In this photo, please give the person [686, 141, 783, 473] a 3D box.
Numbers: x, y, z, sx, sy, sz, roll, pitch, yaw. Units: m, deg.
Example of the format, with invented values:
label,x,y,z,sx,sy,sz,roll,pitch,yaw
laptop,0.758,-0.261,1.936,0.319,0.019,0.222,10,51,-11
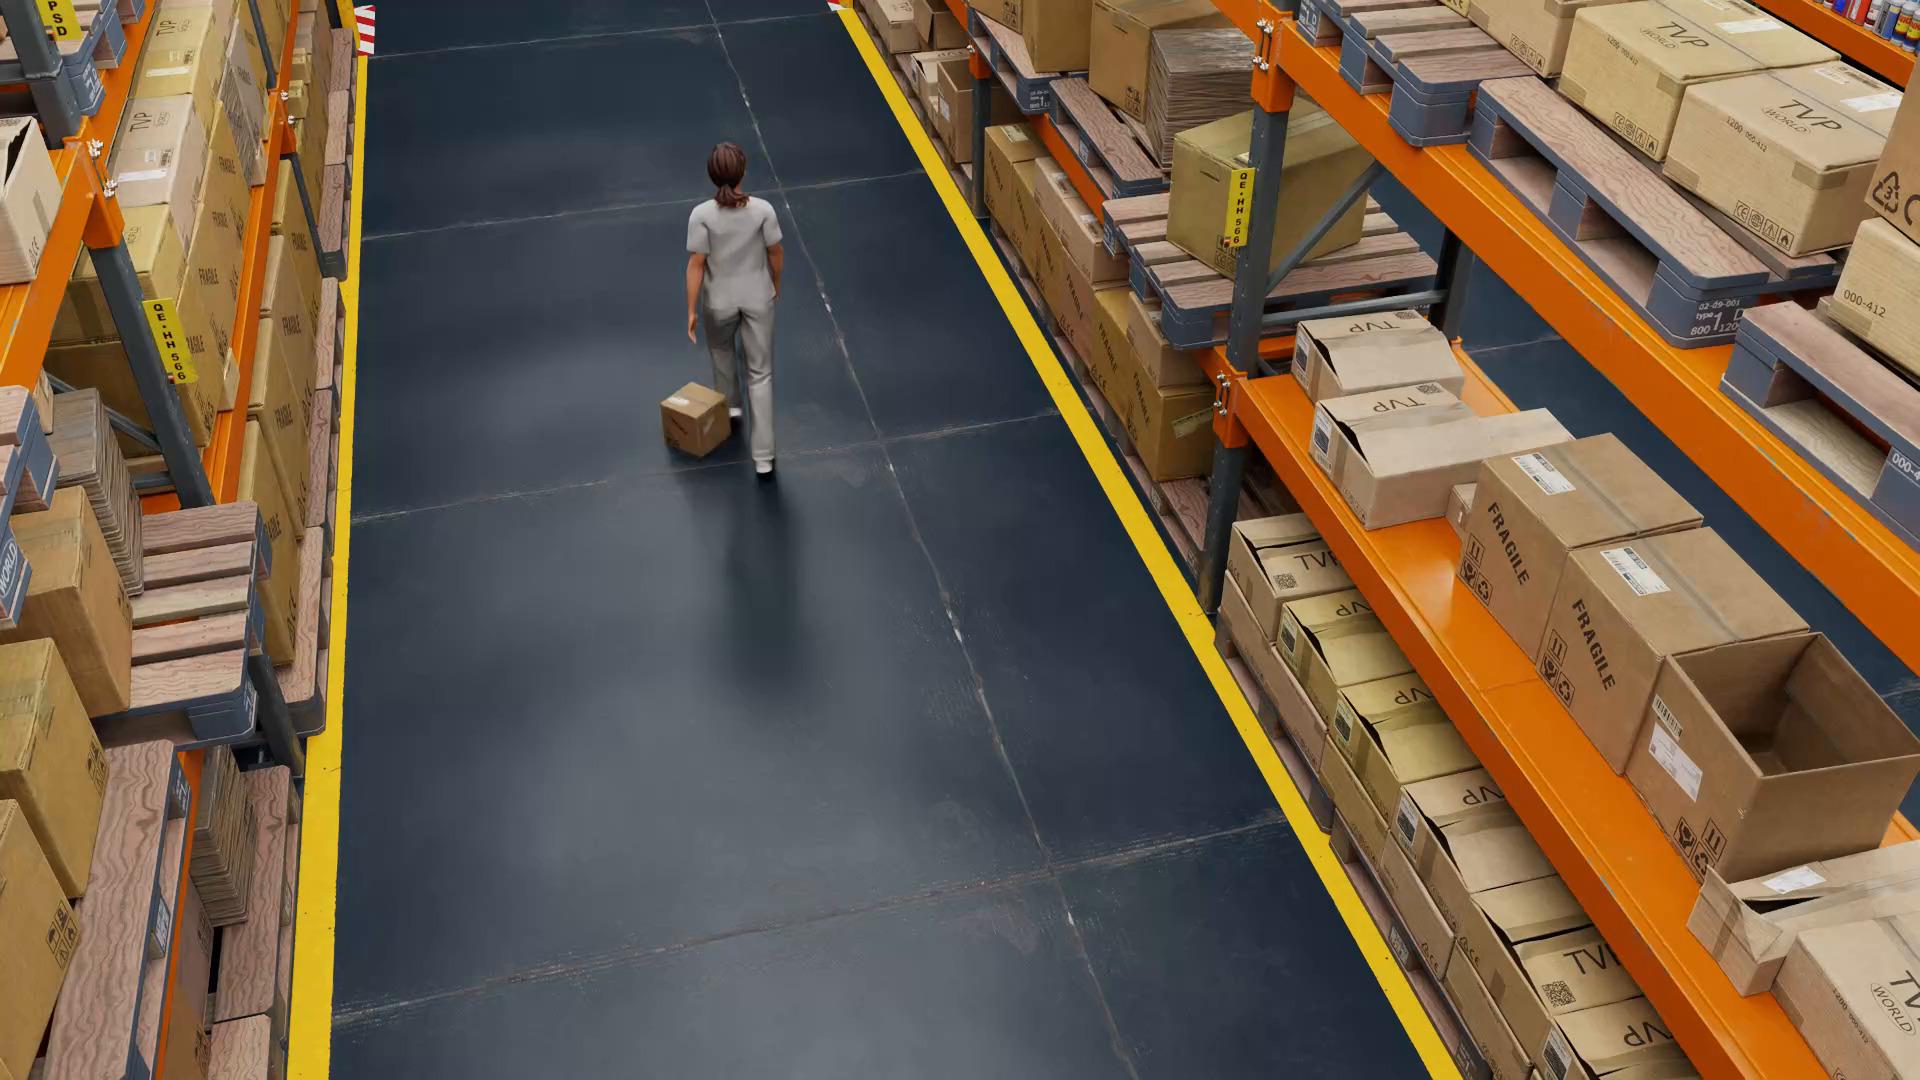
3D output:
label,x,y,z,sx,sy,sz,roll,pitch,yaw
person,-1.103,-1.167,8.218,0.497,1.702,0.804,-5,39,-6
